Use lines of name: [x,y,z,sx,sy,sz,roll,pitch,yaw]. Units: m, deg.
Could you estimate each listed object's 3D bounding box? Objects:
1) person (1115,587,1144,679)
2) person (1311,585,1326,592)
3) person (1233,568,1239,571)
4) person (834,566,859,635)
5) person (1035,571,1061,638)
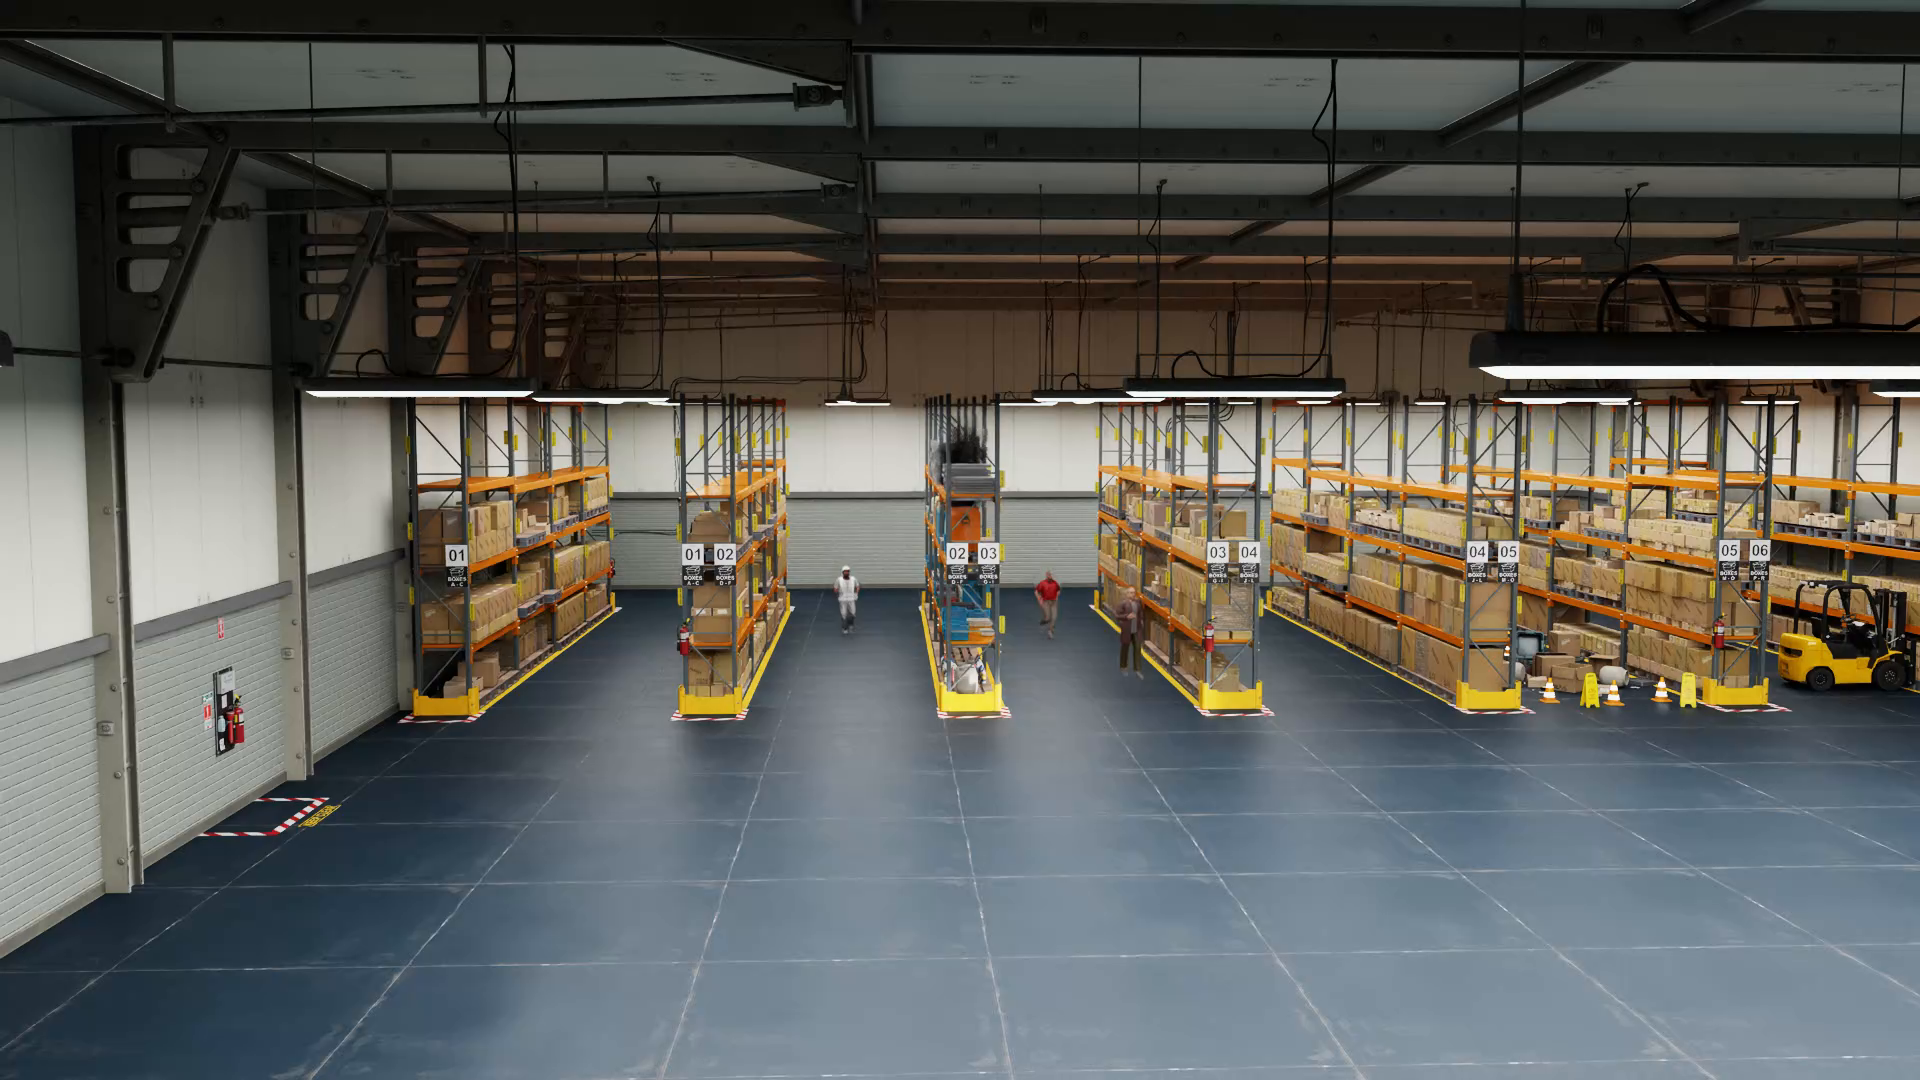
person: [3.459,1.870,33.543,0.701,1.829,0.890,-1,5,-15]
person: [10.443,1.120,48.652,0.614,1.518,0.709,-3,5,-32]
person: [7.783,1.218,48.111,0.589,1.433,0.620,4,6,38]
person: [-2.833,1.535,41.835,0.664,1.752,0.620,-1,5,-10]
person: [2.216,1.601,41.559,0.679,1.678,0.619,-2,5,-21]
